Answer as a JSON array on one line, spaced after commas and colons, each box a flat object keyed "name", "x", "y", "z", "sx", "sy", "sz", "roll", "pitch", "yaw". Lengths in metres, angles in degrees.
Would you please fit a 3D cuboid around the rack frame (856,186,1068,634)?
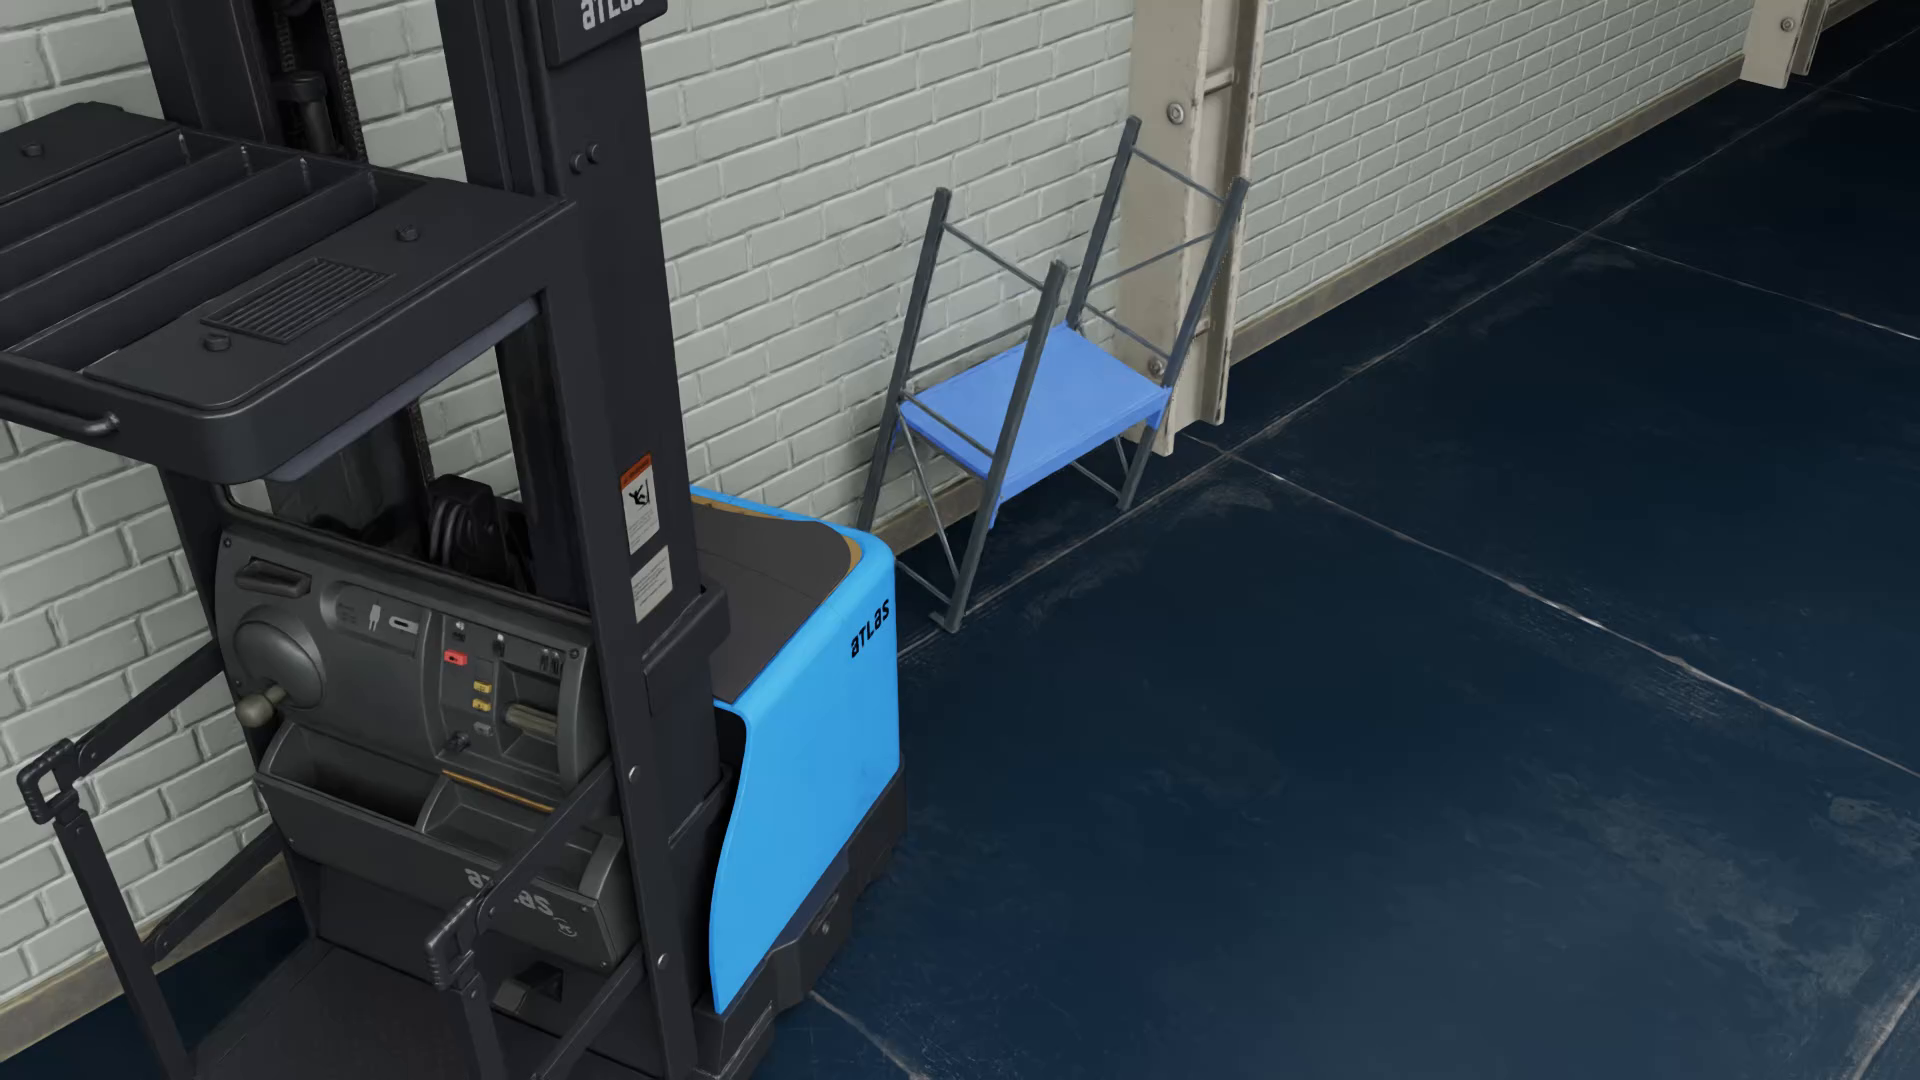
[{"name": "rack frame", "x": -0.040, "y": -0.372, "z": 5.406, "sx": 0.500, "sy": 1.500, "sz": 0.032, "roll": 37, "pitch": 43, "yaw": 23}]

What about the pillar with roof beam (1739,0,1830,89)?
[{"name": "pillar with roof beam", "x": 8.143, "y": -4.870, "z": 5.367, "sx": 9.100, "sy": 9.000, "sz": 0.400, "roll": 30, "pitch": 45, "yaw": 35}]

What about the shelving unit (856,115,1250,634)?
[{"name": "shelving unit", "x": 0.284, "y": -0.567, "z": 5.746, "sx": 0.538, "sy": 1.500, "sz": 1.048, "roll": 37, "pitch": 43, "yaw": 23}]

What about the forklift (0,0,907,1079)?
[{"name": "forklift", "x": -1.237, "y": 0.322, "z": 3.226, "sx": 1.130, "sy": 2.935, "sz": 3.031, "roll": 15, "pitch": 38, "yaw": 20}]

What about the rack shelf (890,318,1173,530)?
[{"name": "rack shelf", "x": 0.245, "y": -0.433, "z": 5.860, "sx": 0.538, "sy": 0.185, "sz": 1.000, "roll": 37, "pitch": 43, "yaw": 23}]

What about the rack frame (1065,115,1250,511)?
[{"name": "rack frame", "x": 0.608, "y": -0.762, "z": 6.086, "sx": 0.500, "sy": 1.500, "sz": 0.032, "roll": 37, "pitch": 43, "yaw": 23}]

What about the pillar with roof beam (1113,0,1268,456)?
[{"name": "pillar with roof beam", "x": 3.915, "y": -2.435, "z": 1.874, "sx": 9.100, "sy": 9.000, "sz": 0.400, "roll": 30, "pitch": 45, "yaw": 35}]
